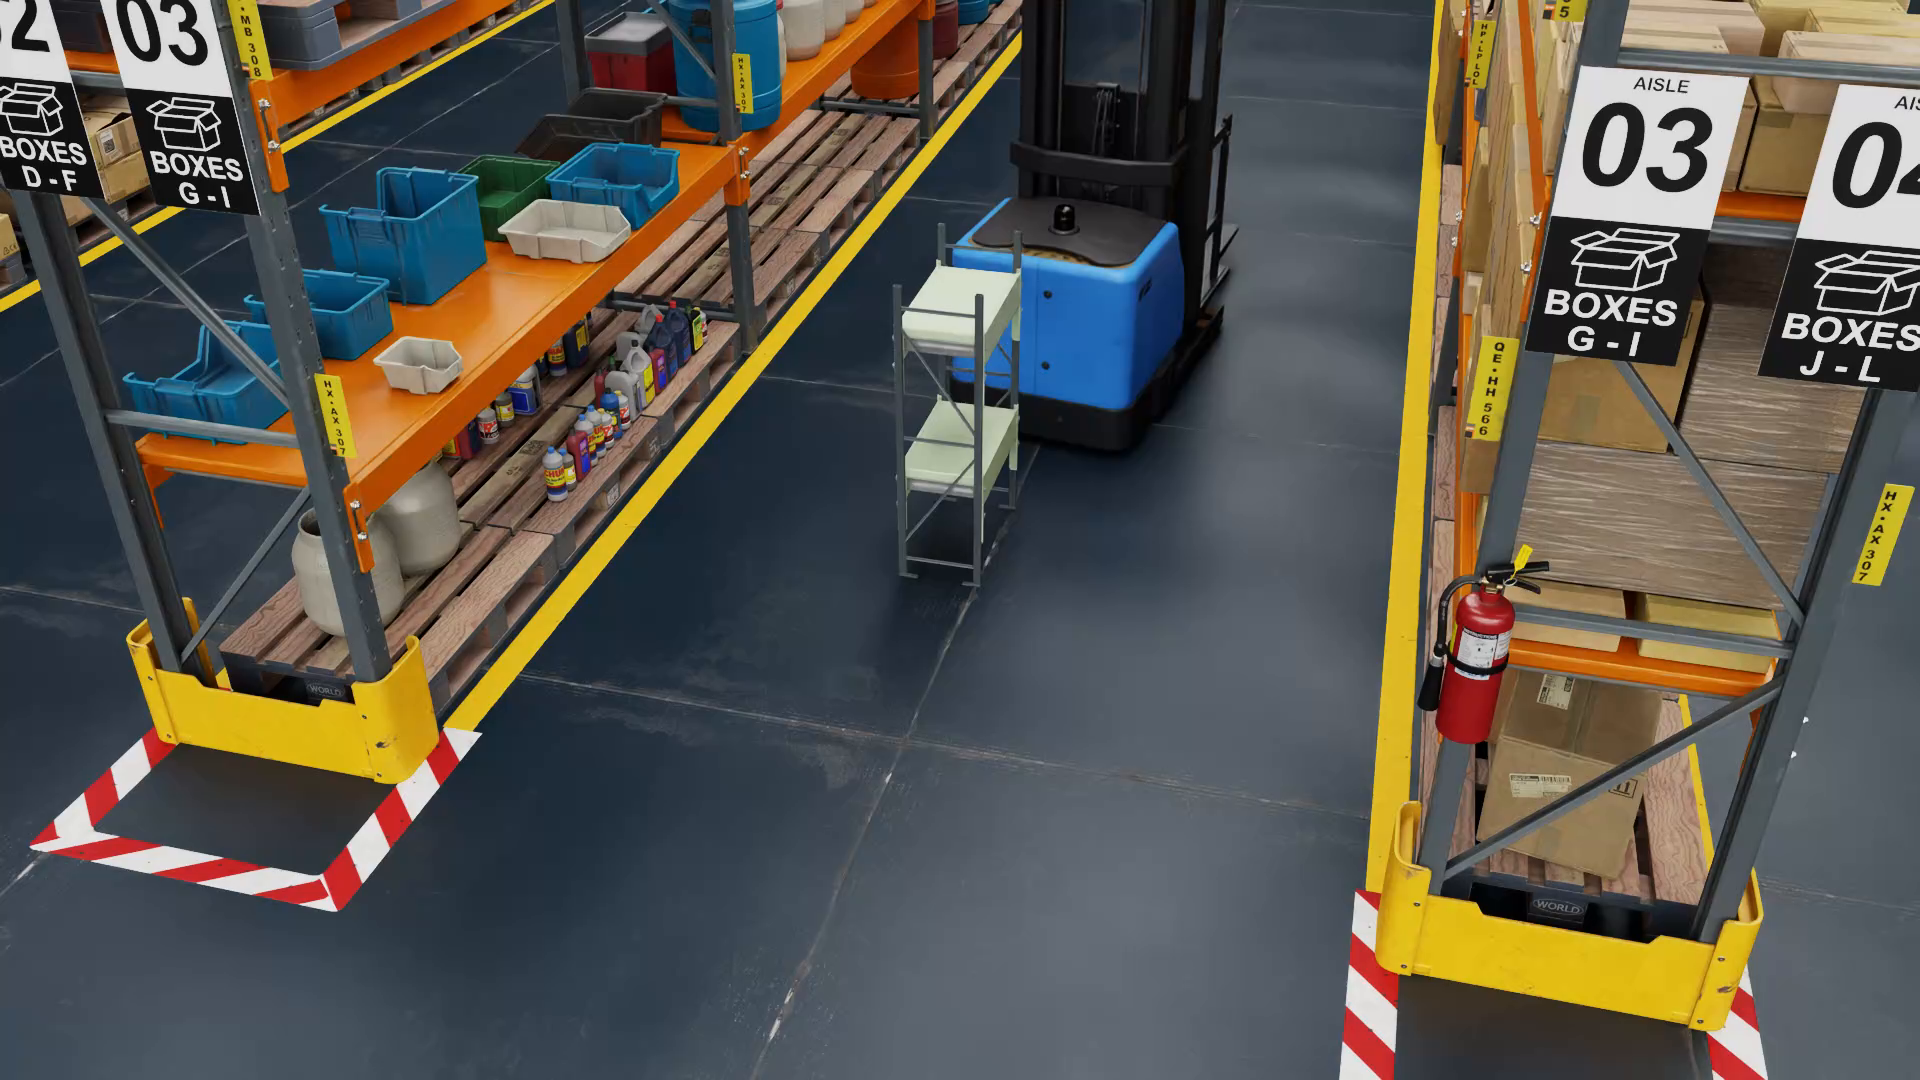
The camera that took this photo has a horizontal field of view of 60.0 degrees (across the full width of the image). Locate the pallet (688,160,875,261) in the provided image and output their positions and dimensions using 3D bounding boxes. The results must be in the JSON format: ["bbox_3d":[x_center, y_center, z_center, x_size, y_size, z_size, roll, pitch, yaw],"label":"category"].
[{"bbox_3d":[-1.254,-2.344,11.740,1.003,0.211,1.213,8,33,12],"label":"pallet"}]

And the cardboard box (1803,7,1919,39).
[{"bbox_3d":[2.505,-1.326,4.512,0.380,0.149,0.250,9,33,13],"label":"cardboard box"}]

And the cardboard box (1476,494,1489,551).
[{"bbox_3d":[2.003,-0.059,5.781,0.380,0.149,0.250,8,33,12],"label":"cardboard box"}]

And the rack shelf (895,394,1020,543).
[{"bbox_3d":[-0.002,-0.354,8.017,0.431,0.370,0.720,8,33,12],"label":"rack shelf"}]

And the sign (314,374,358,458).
[{"bbox_3d":[-2.207,-0.437,5.883,0.100,0.325,0.005,8,33,12],"label":"sign"}]

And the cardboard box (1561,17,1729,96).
[{"bbox_3d":[1.821,-1.280,4.440,0.380,0.149,0.250,8,33,12],"label":"cardboard box"}]

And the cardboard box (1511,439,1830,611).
[{"bbox_3d":[2.218,-0.172,5.354,0.875,0.500,0.500,8,33,12],"label":"cardboard box"}]

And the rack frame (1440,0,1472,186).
[{"bbox_3d":[4.083,-3.874,11.548,1.000,3.000,0.127,8,33,12],"label":"rack frame"}]

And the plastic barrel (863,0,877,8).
[{"bbox_3d":[-0.763,-4.033,11.693,0.421,0.512,0.421,0,32,0],"label":"plastic barrel"}]

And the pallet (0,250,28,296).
[{"bbox_3d":[-6.756,-1.565,10.515,1.003,0.211,1.213,8,33,12],"label":"pallet"}]

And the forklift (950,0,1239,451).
[{"bbox_3d":[0.979,-2.492,9.439,1.130,2.935,3.031,13,35,19],"label":"forklift"}]

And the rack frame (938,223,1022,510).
[{"bbox_3d":[0.091,-0.819,8.141,0.400,1.500,0.023,8,33,12],"label":"rack frame"}]

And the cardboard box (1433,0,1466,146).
[{"bbox_3d":[4.278,-3.510,12.564,1.225,0.875,0.875,7,33,10],"label":"cardboard box"}]

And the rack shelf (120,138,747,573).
[{"bbox_3d":[-2.231,-1.131,7.904,1.077,0.370,4.000,8,33,12],"label":"rack shelf"}]

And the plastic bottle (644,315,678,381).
[{"bbox_3d":[-1.657,-1.067,9.192,0.144,0.351,0.185,6,33,10],"label":"plastic bottle"}]

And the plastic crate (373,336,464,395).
[{"bbox_3d":[-2.200,-0.706,6.811,0.298,0.136,0.250,8,33,12],"label":"plastic crate"}]

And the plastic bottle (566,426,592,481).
[{"bbox_3d":[-1.902,-0.450,8.283,0.061,0.283,0.133,9,33,13],"label":"plastic bottle"}]

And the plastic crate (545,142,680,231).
[{"bbox_3d":[-1.742,-1.799,8.422,0.499,0.251,0.616,8,33,12],"label":"plastic crate"}]

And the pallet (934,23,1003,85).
[{"bbox_3d":[-0.237,-4.418,15.002,1.003,0.211,1.213,8,33,12],"label":"pallet"}]

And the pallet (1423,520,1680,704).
[{"bbox_3d":[2.624,0.367,7.476,1.003,0.211,1.213,8,33,12],"label":"pallet"}]

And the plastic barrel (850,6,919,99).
[{"bbox_3d":[-0.601,-4.066,13.481,0.600,0.830,0.708,8,33,12],"label":"plastic barrel"}]

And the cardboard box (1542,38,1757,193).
[{"bbox_3d":[1.929,-1.210,4.701,0.500,0.250,0.500,9,33,14],"label":"cardboard box"}]

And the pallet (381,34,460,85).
[{"bbox_3d":[-5.272,-4.430,15.022,1.003,0.211,1.213,8,33,12],"label":"pallet"}]

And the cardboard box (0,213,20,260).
[{"bbox_3d":[-6.420,-1.895,10.607,0.500,0.250,0.500,8,33,12],"label":"cardboard box"}]

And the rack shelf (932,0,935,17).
[{"bbox_3d":[-0.201,-5.283,14.434,1.077,0.370,4.000,8,33,12],"label":"rack shelf"}]

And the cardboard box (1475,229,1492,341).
[{"bbox_3d":[2.536,-0.959,6.593,0.875,0.500,0.500,8,33,12],"label":"cardboard box"}]

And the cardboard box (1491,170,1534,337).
[{"bbox_3d":[2.074,-0.892,5.554,0.500,0.500,0.500,8,33,12],"label":"cardboard box"}]

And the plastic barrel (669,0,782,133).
[{"bbox_3d":[-1.332,-2.843,9.460,0.600,0.901,0.708,8,33,12],"label":"plastic barrel"}]

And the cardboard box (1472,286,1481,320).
[{"bbox_3d":[2.429,-0.970,7.214,0.380,0.149,0.250,8,33,12],"label":"cardboard box"}]

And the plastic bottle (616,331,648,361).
[{"bbox_3d":[-1.806,-1.043,9.223,0.152,0.276,0.135,8,33,12],"label":"plastic bottle"}]

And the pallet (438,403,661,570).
[{"bbox_3d":[-2.242,-0.318,8.553,1.003,0.211,1.213,8,33,12],"label":"pallet"}]

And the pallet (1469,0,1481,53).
[{"bbox_3d":[4.005,-3.409,10.995,1.213,0.211,1.003,8,33,12],"label":"pallet"}]

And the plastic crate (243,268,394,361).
[{"bbox_3d":[-2.731,-0.971,7.120,0.499,0.251,0.408,8,33,12],"label":"plastic crate"}]

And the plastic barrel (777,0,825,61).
[{"bbox_3d":[-1.082,-3.377,10.640,0.433,0.535,0.433,0,32,0],"label":"plastic barrel"}]

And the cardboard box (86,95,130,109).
[{"bbox_3d":[-5.906,-3.111,11.996,0.500,0.311,0.500,7,33,11],"label":"cardboard box"}]

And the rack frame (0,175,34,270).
[{"bbox_3d":[-6.514,-3.149,10.407,1.000,3.000,0.127,8,33,12],"label":"rack frame"}]

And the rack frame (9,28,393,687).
[{"bbox_3d":[-2.738,-0.397,6.078,1.000,3.000,0.127,8,33,12],"label":"rack frame"}]

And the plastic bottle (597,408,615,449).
[{"bbox_3d":[-1.839,-0.581,8.567,0.097,0.201,0.097,0,32,0],"label":"plastic bottle"}]

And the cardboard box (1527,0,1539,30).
[{"bbox_3d":[2.314,-1.996,5.938,0.500,0.250,0.500,7,33,12],"label":"cardboard box"}]

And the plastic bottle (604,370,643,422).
[{"bbox_3d":[-1.784,-0.784,8.817,0.152,0.276,0.135,9,33,13],"label":"plastic bottle"}]

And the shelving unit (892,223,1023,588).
[{"bbox_3d":[-0.002,-0.629,7.842,0.431,1.500,0.755,8,33,12],"label":"shelving unit"}]

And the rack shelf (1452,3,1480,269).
[{"bbox_3d":[3.575,-2.533,10.108,1.077,0.370,4.000,8,33,12],"label":"rack shelf"}]

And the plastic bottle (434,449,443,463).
[{"bbox_3d":[-2.684,-0.512,8.382,0.061,0.283,0.133,9,33,14],"label":"plastic bottle"}]

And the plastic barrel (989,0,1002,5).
[{"bbox_3d":[0.152,-5.636,15.884,0.600,0.901,0.708,8,33,12],"label":"plastic barrel"}]

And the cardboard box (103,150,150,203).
[{"bbox_3d":[-6.041,-2.607,11.726,0.500,0.250,0.500,9,33,14],"label":"cardboard box"}]

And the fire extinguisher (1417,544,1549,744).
[{"bbox_3d":[1.578,0.307,5.044,0.296,0.674,0.183,8,33,12],"label":"fire extinguisher"}]

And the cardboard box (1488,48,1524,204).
[{"bbox_3d":[2.454,-1.670,6.779,0.500,0.500,0.500,8,33,12],"label":"cardboard box"}]

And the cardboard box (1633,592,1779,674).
[{"bbox_3d":[2.355,0.268,5.267,0.380,0.149,0.250,8,33,12],"label":"cardboard box"}]

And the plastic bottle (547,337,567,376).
[{"bbox_3d":[-2.250,-1.053,9.243,0.097,0.271,0.097,0,32,0],"label":"plastic bottle"}]

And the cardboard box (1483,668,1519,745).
[{"bbox_3d":[2.346,0.518,6.577,0.500,0.500,0.500,17,36,25],"label":"cardboard box"}]

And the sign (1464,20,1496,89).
[{"bbox_3d":[2.530,-2.361,8.088,0.100,0.325,0.005,8,33,12],"label":"sign"}]

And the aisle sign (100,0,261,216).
[{"bbox_3d":[-2.473,-1.417,5.260,0.394,0.787,0.004,8,33,12],"label":"aisle sign"}]

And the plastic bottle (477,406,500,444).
[{"bbox_3d":[-2.445,-0.606,8.606,0.097,0.201,0.097,0,32,0],"label":"plastic bottle"}]

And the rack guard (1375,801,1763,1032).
[{"bbox_3d":[2.072,1.293,5.750,1.175,0.500,0.348,8,33,12],"label":"rack guard"}]

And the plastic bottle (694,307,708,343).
[{"bbox_3d":[-1.514,-1.247,9.613,0.097,0.201,0.097,0,32,0],"label":"plastic bottle"}]

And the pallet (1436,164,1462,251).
[{"bbox_3d":[3.883,-2.292,11.659,1.003,0.211,1.213,8,33,12],"label":"pallet"}]
